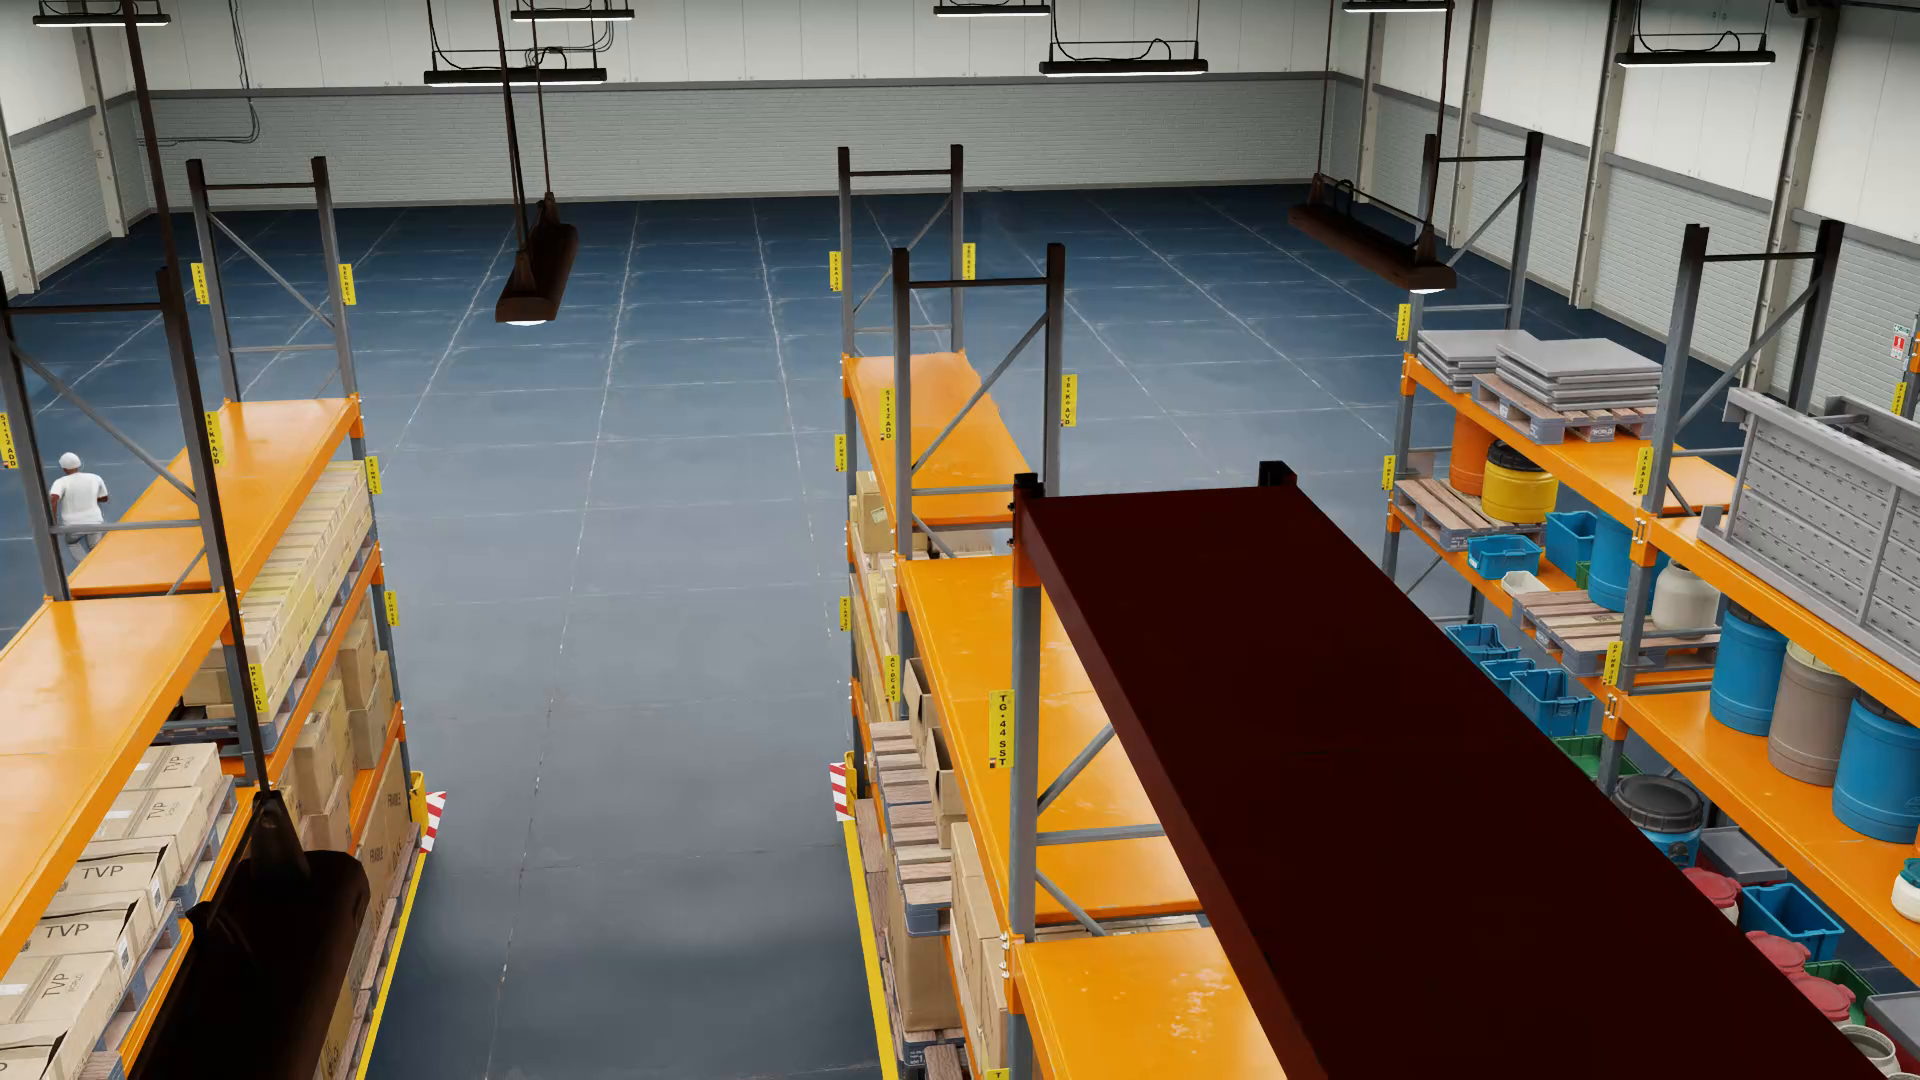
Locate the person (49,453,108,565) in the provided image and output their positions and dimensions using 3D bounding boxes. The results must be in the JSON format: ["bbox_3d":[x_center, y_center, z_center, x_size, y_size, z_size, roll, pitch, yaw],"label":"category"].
[{"bbox_3d":[-10.400,-0.174,19.695,0.733,1.749,0.804,-20,29,-41],"label":"person"}]
